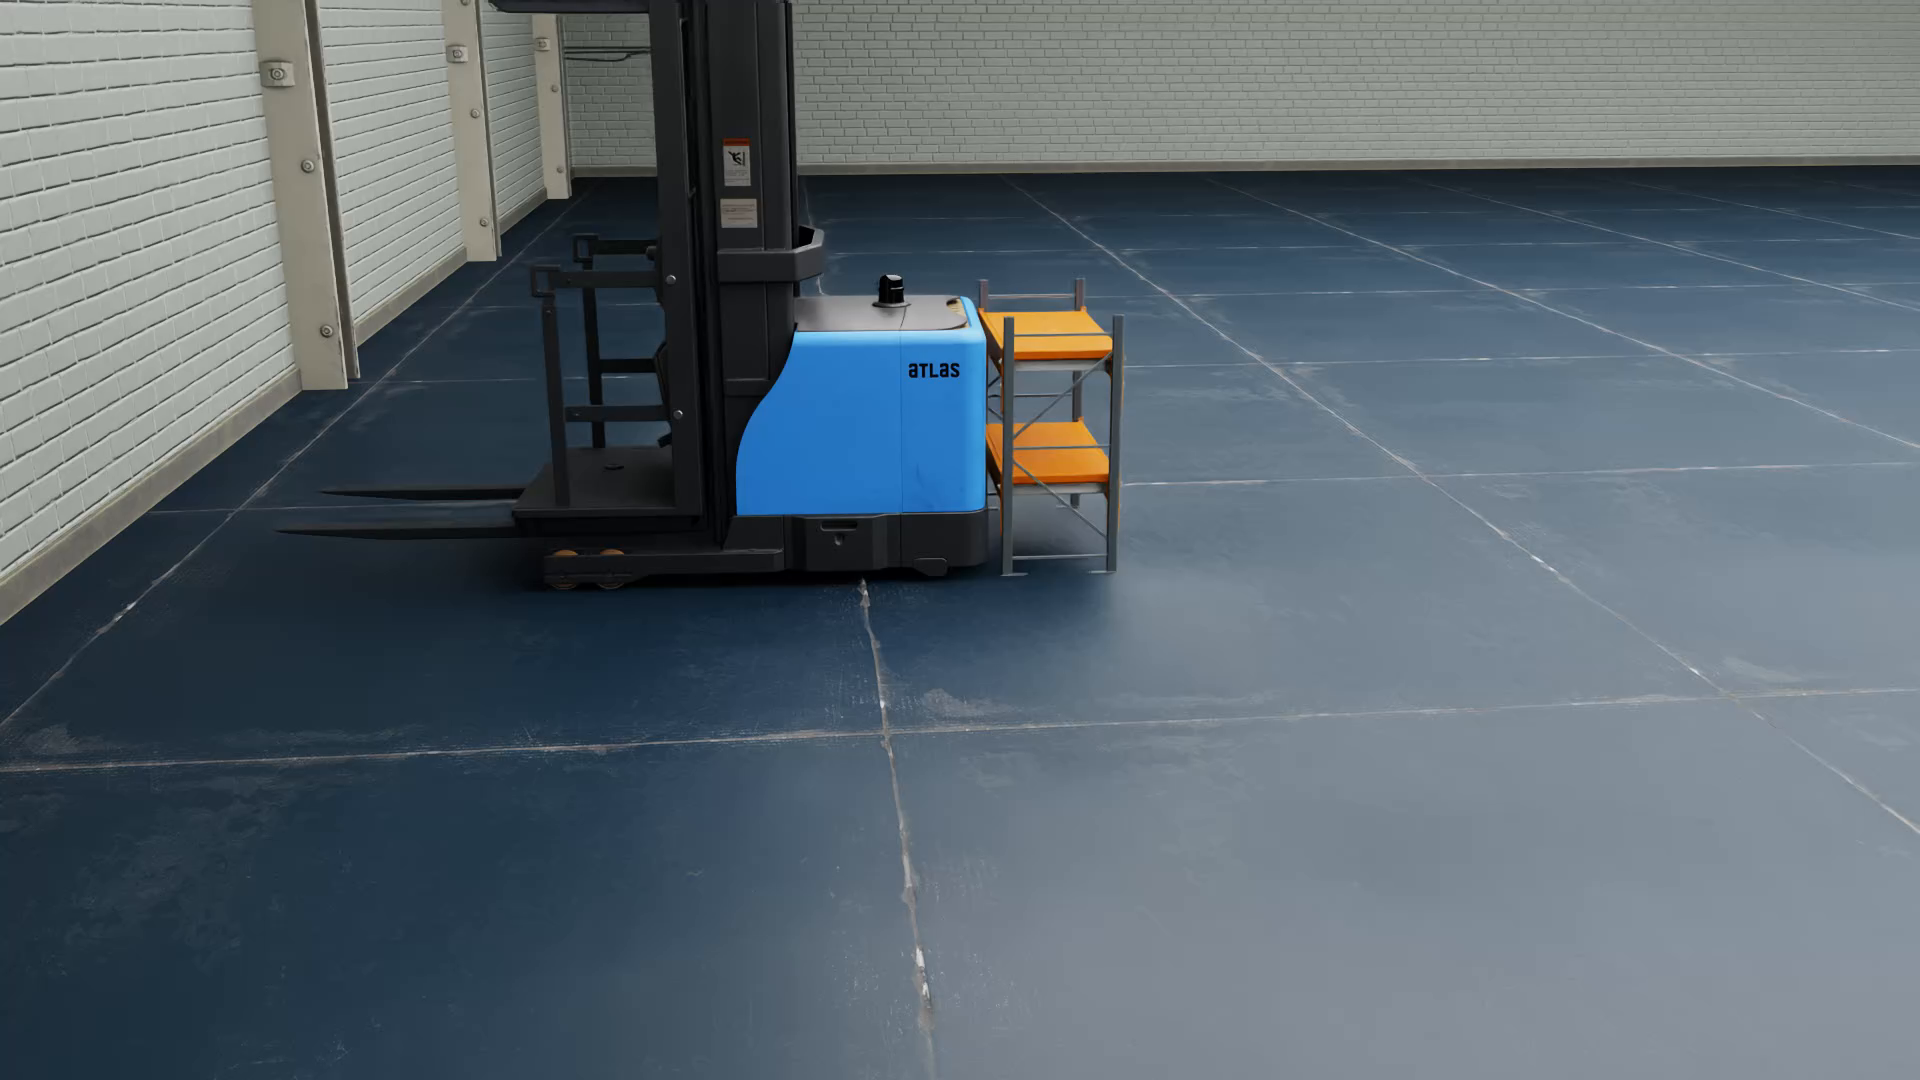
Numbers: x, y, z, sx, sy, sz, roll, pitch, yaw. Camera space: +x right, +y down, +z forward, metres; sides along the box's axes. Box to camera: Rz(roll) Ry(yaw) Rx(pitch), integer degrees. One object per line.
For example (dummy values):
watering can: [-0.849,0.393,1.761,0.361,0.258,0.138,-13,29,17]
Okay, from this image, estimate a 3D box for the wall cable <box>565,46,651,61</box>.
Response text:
wall cable: [-4.389,-8.340,24.401,3.097,2.526,0.112,-2,18,-6]

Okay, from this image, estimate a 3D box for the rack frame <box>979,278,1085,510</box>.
rack frame: [0.338,-0.692,8.005,0.500,1.125,0.032,-2,17,-5]

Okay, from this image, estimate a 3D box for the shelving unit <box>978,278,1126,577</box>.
shelving unit: [0.384,-0.541,7.522,0.538,1.125,1.048,-2,17,-5]

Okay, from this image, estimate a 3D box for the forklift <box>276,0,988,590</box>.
forklift: [-1.414,-1.350,7.085,3.031,2.935,1.130,-1,17,-3]

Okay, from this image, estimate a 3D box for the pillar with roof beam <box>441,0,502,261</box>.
pillar with roof beam: [-0.499,-7.248,15.740,9.100,9.000,0.400,-2,18,-6]

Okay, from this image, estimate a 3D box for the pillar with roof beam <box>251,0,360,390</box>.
pillar with roof beam: [0.120,-5.460,10.046,9.100,9.000,0.400,-2,18,-6]

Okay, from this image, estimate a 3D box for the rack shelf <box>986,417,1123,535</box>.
rack shelf: [0.384,-0.307,7.595,0.538,0.278,1.000,-2,17,-5]

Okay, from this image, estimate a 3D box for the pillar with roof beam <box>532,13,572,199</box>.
pillar with roof beam: [-1.118,-9.036,21.434,9.100,9.000,0.400,-2,18,-6]

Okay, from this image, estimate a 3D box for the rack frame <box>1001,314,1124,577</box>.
rack frame: [0.430,-0.389,7.039,0.500,1.125,0.032,-2,17,-5]

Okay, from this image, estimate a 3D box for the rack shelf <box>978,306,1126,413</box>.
rack shelf: [0.384,-0.820,7.434,0.538,0.278,1.000,-2,17,-5]
